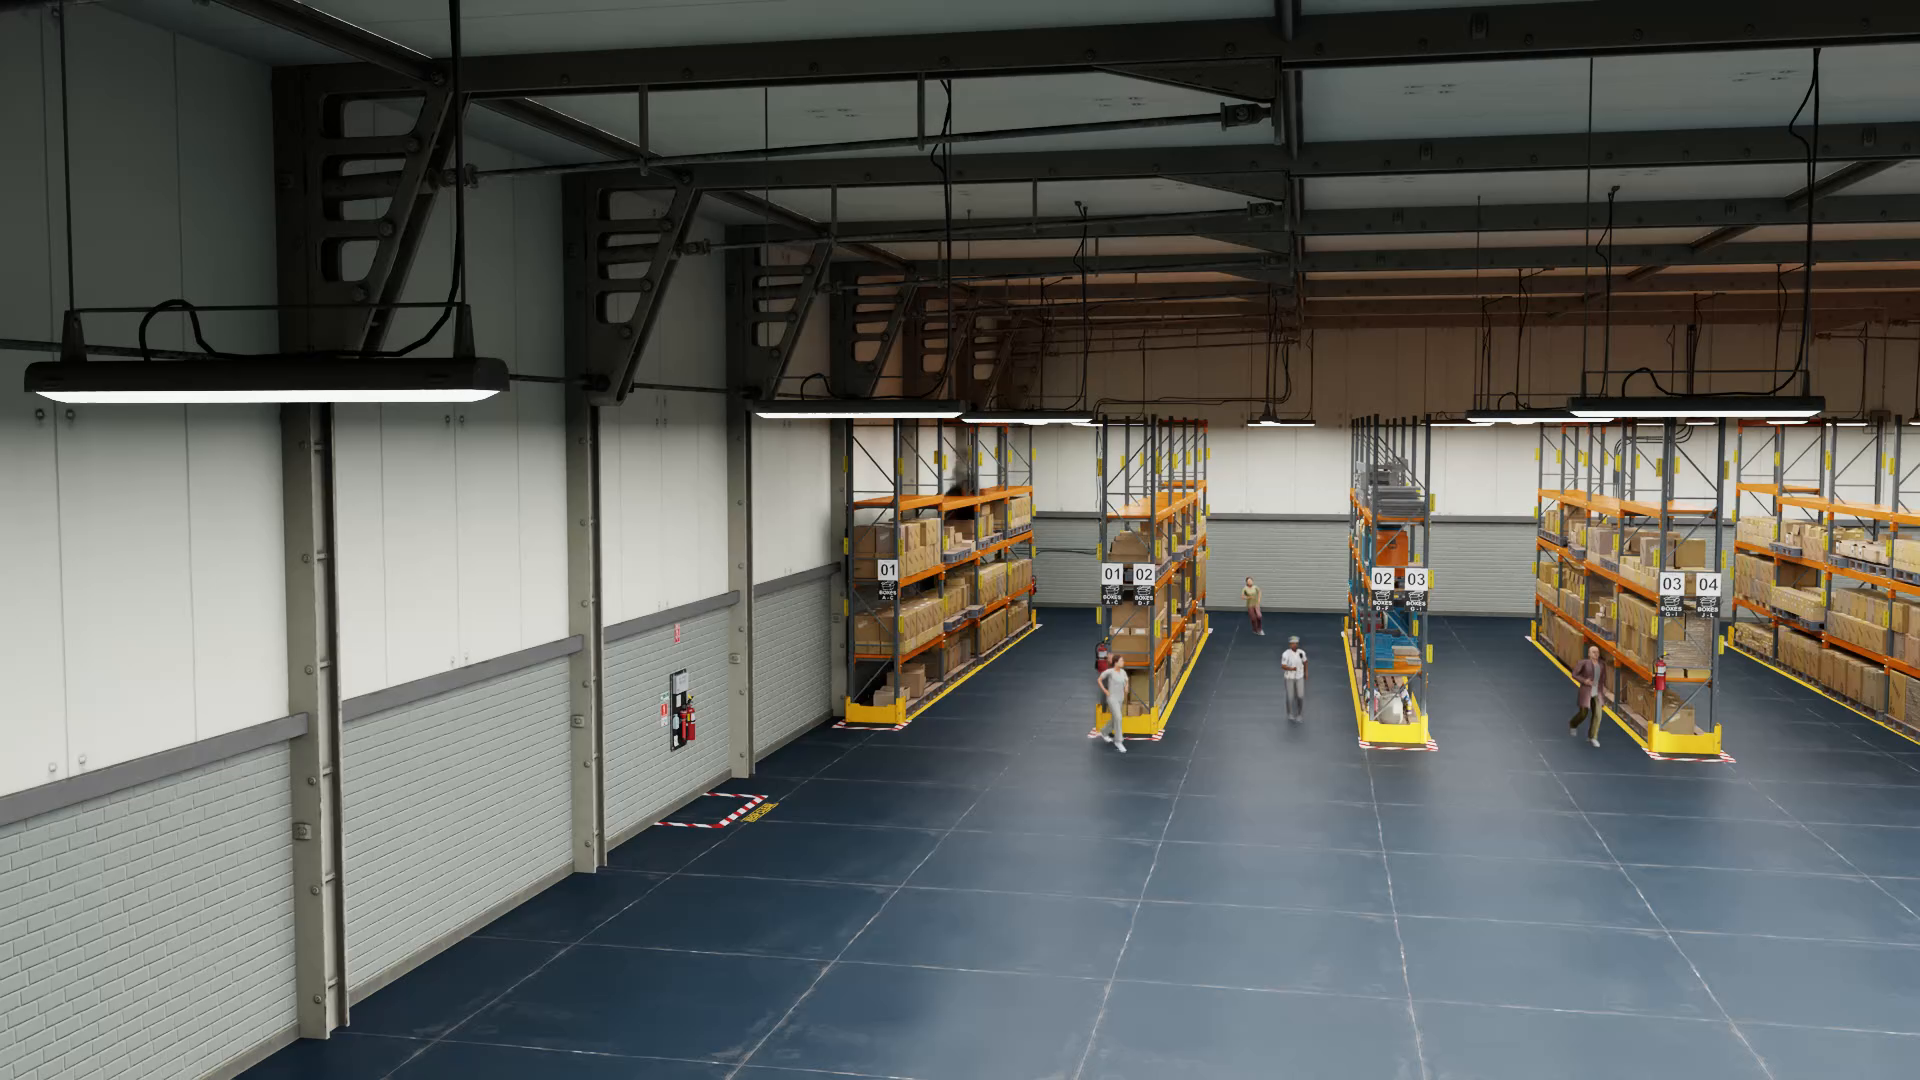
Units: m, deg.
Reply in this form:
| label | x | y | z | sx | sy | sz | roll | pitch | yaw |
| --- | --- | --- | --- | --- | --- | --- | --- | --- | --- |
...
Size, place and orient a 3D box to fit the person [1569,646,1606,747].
| label | x | y | z | sx | sy | sz | roll | pitch | yaw |
| --- | --- | --- | --- | --- | --- | --- | --- | --- | --- |
| person | 11.498 | 2.818 | 30.351 | 0.718 | 1.787 | 0.952 | 0 | 4 | -3 |

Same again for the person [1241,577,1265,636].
| label | x | y | z | sx | sy | sz | roll | pitch | yaw |
| --- | --- | --- | --- | --- | --- | --- | --- | --- | --- |
| person | 8.118 | 1.839 | 46.139 | 0.652 | 1.639 | 0.647 | 0 | 4 | 1 |

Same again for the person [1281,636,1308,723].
| label | x | y | z | sx | sy | sz | roll | pitch | yaw |
| --- | --- | --- | --- | --- | --- | --- | --- | --- | --- |
| person | 6.538 | 2.720 | 32.436 | 0.544 | 1.706 | 0.688 | 0 | 4 | 4 |

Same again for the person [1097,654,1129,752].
| label | x | y | z | sx | sy | sz | roll | pitch | yaw |
| --- | --- | --- | --- | --- | --- | --- | --- | --- | --- |
| person | 2.820 | 2.894 | 29.929 | 0.572 | 1.676 | 0.951 | -3 | 5 | -39 |
